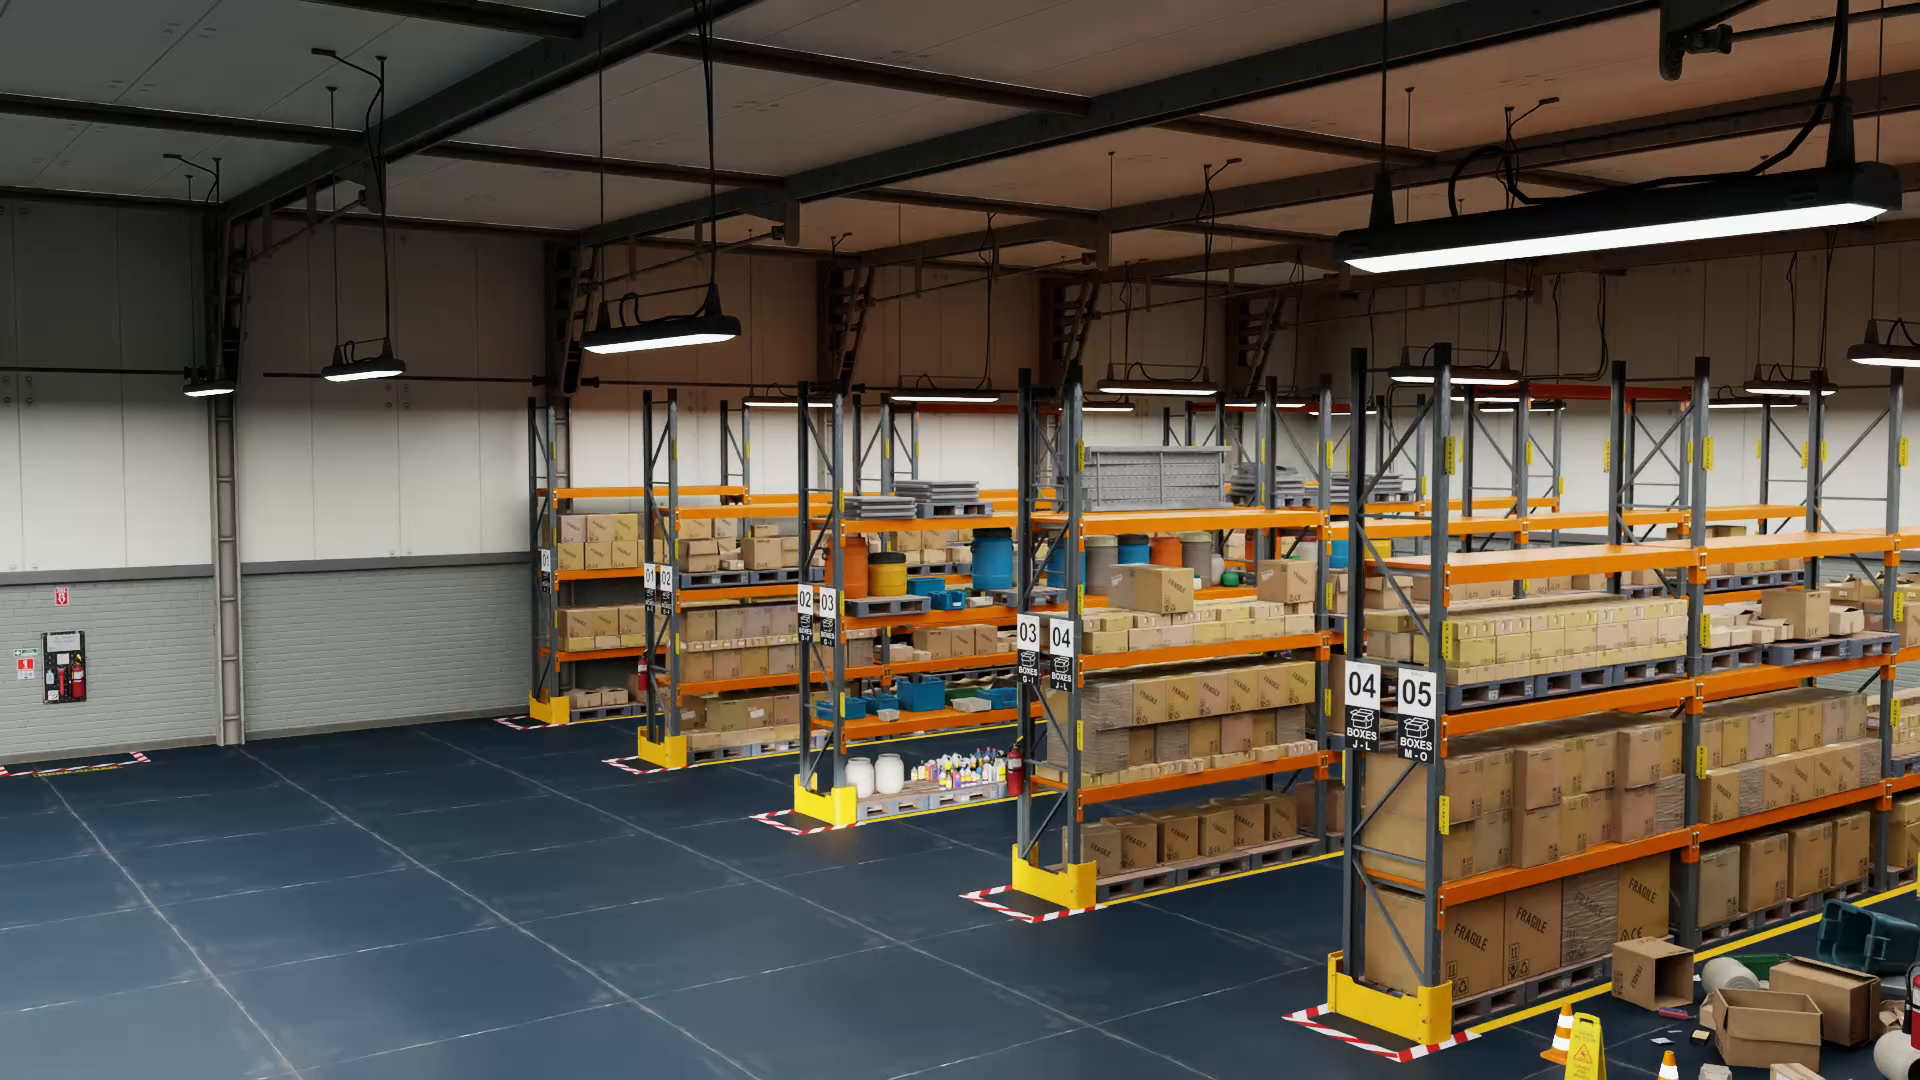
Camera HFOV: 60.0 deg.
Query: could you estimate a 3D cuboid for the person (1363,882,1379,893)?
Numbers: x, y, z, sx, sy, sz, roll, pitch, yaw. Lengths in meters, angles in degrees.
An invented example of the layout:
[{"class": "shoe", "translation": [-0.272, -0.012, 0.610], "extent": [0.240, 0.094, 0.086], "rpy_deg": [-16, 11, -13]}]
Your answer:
[{"class": "person", "translation": [4.344, 3.401, 17.063], "extent": [0.601, 1.698, 0.566], "rpy_deg": [1, 4, 19]}]
